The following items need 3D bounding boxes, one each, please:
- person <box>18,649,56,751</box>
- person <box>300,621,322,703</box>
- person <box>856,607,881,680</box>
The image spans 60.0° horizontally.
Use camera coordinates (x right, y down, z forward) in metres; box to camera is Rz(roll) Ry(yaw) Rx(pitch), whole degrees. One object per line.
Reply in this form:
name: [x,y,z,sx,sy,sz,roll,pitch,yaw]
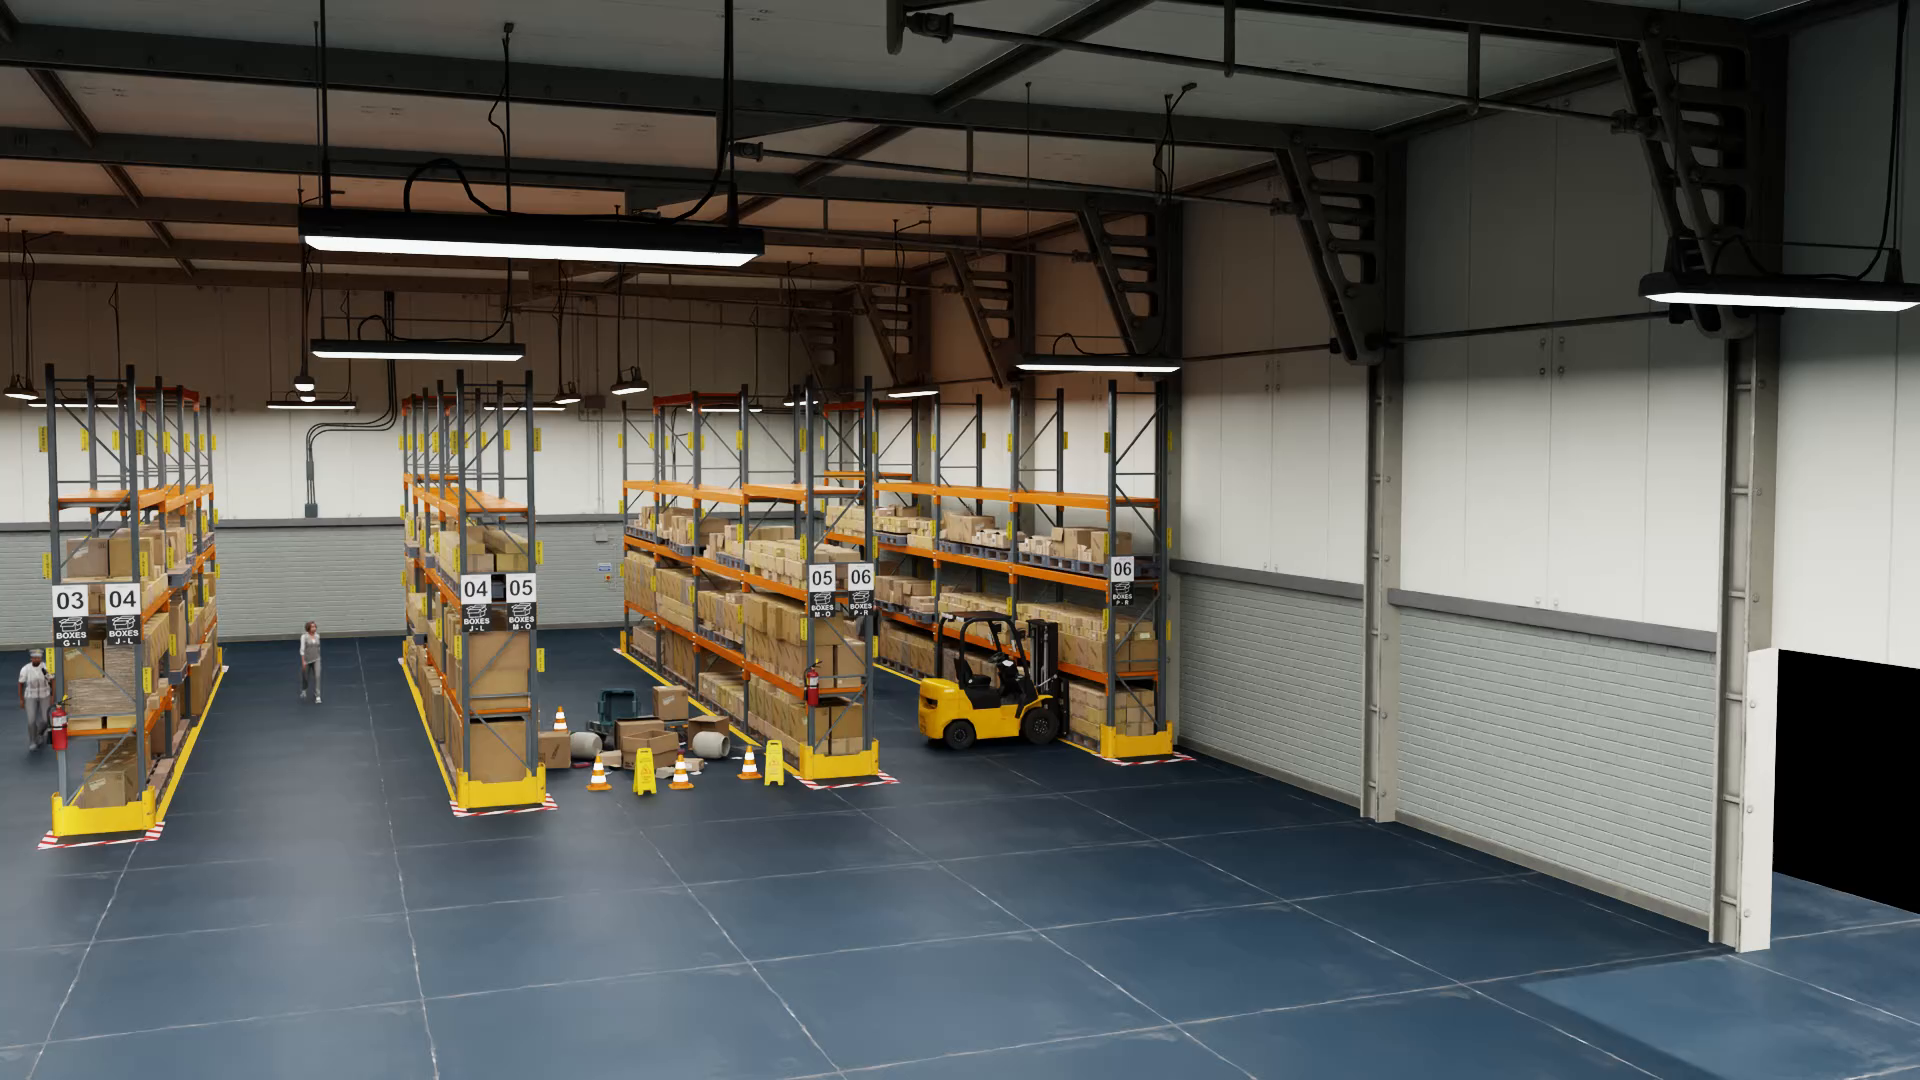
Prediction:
person: [-15.144,2.591,27.294,0.539,1.658,0.554,-2,4,-32]
person: [-12.517,2.334,32.026,0.396,1.553,0.888,-2,4,-30]
person: [-1.877,1.993,33.961,0.573,1.697,0.571,-2,4,-27]
